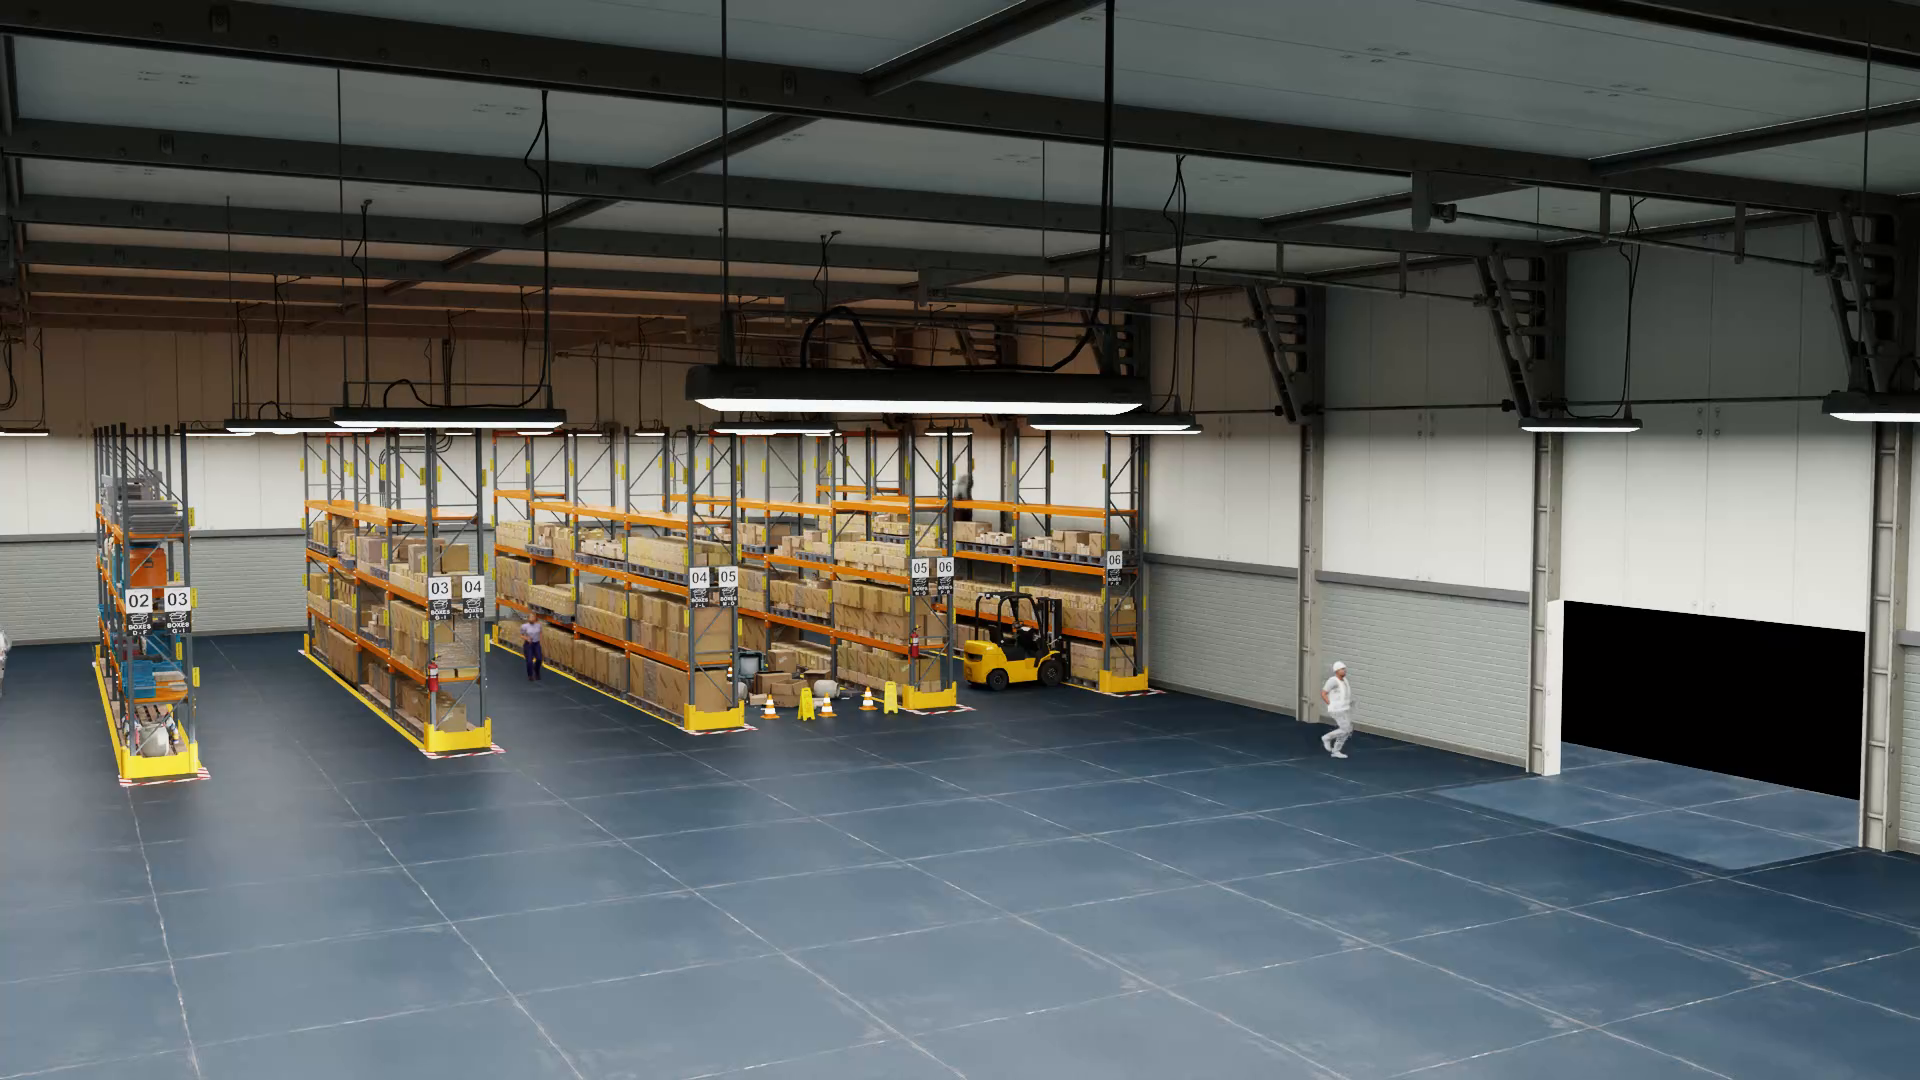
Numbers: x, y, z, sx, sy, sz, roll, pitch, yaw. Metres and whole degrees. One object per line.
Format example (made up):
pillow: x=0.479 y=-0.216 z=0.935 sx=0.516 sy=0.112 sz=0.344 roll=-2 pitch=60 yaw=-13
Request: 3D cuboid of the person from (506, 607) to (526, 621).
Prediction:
person: x=-12.857 y=1.931 z=48.316 sx=0.849 sy=1.820 sz=0.664 roll=-2 pitch=4 yaw=-31

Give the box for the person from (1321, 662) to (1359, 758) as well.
person: x=6.825 y=3.050 z=29.840 sx=0.596 sy=1.734 sz=0.687 roll=3 pitch=4 yaw=38

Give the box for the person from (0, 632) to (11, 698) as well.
person: x=-21.274 y=2.638 z=36.668 sx=0.650 sy=1.732 sz=0.566 roll=-3 pitch=4 yaw=-39

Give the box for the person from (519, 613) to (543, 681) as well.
person: x=-10.103 y=2.542 z=39.275 sx=0.601 sy=1.620 sz=0.616 roll=-2 pitch=4 yaw=-28
